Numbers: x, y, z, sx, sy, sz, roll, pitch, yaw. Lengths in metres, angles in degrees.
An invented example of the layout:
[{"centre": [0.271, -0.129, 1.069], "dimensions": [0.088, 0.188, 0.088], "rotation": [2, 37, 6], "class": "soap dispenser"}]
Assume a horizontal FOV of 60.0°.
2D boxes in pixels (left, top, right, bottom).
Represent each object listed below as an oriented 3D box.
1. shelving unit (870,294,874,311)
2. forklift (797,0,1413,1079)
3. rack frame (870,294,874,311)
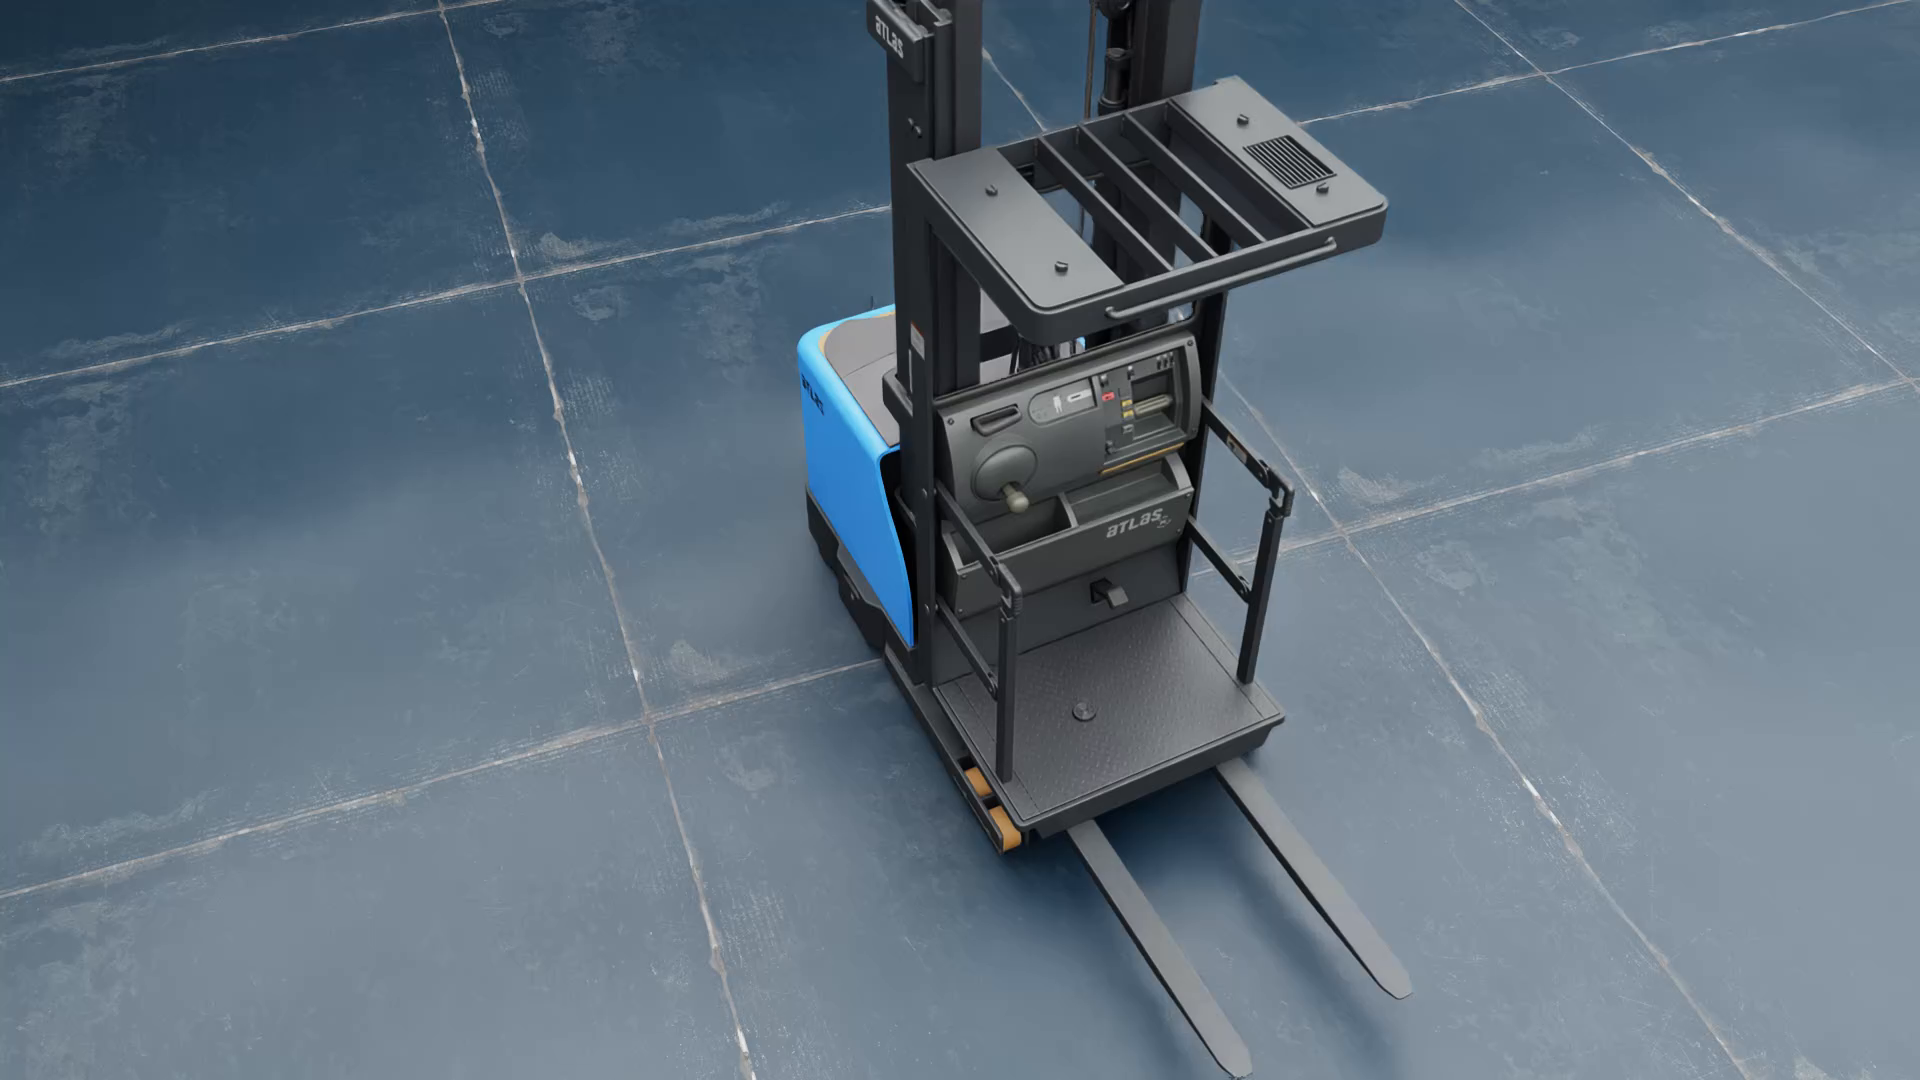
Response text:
[{"centre": [-0.221, -0.642, 7.064], "dimensions": [0.210, 0.900, 0.258], "rotation": [-19, 48, -18], "class": "shelving unit"}, {"centre": [0.473, -0.287, 5.276], "dimensions": [1.130, 2.935, 3.031], "rotation": [-20, 48, -18], "class": "forklift"}, {"centre": [-0.312, -0.610, 7.031], "dimensions": [0.006, 0.900, 0.240], "rotation": [-19, 48, -18], "class": "rack frame"}]
